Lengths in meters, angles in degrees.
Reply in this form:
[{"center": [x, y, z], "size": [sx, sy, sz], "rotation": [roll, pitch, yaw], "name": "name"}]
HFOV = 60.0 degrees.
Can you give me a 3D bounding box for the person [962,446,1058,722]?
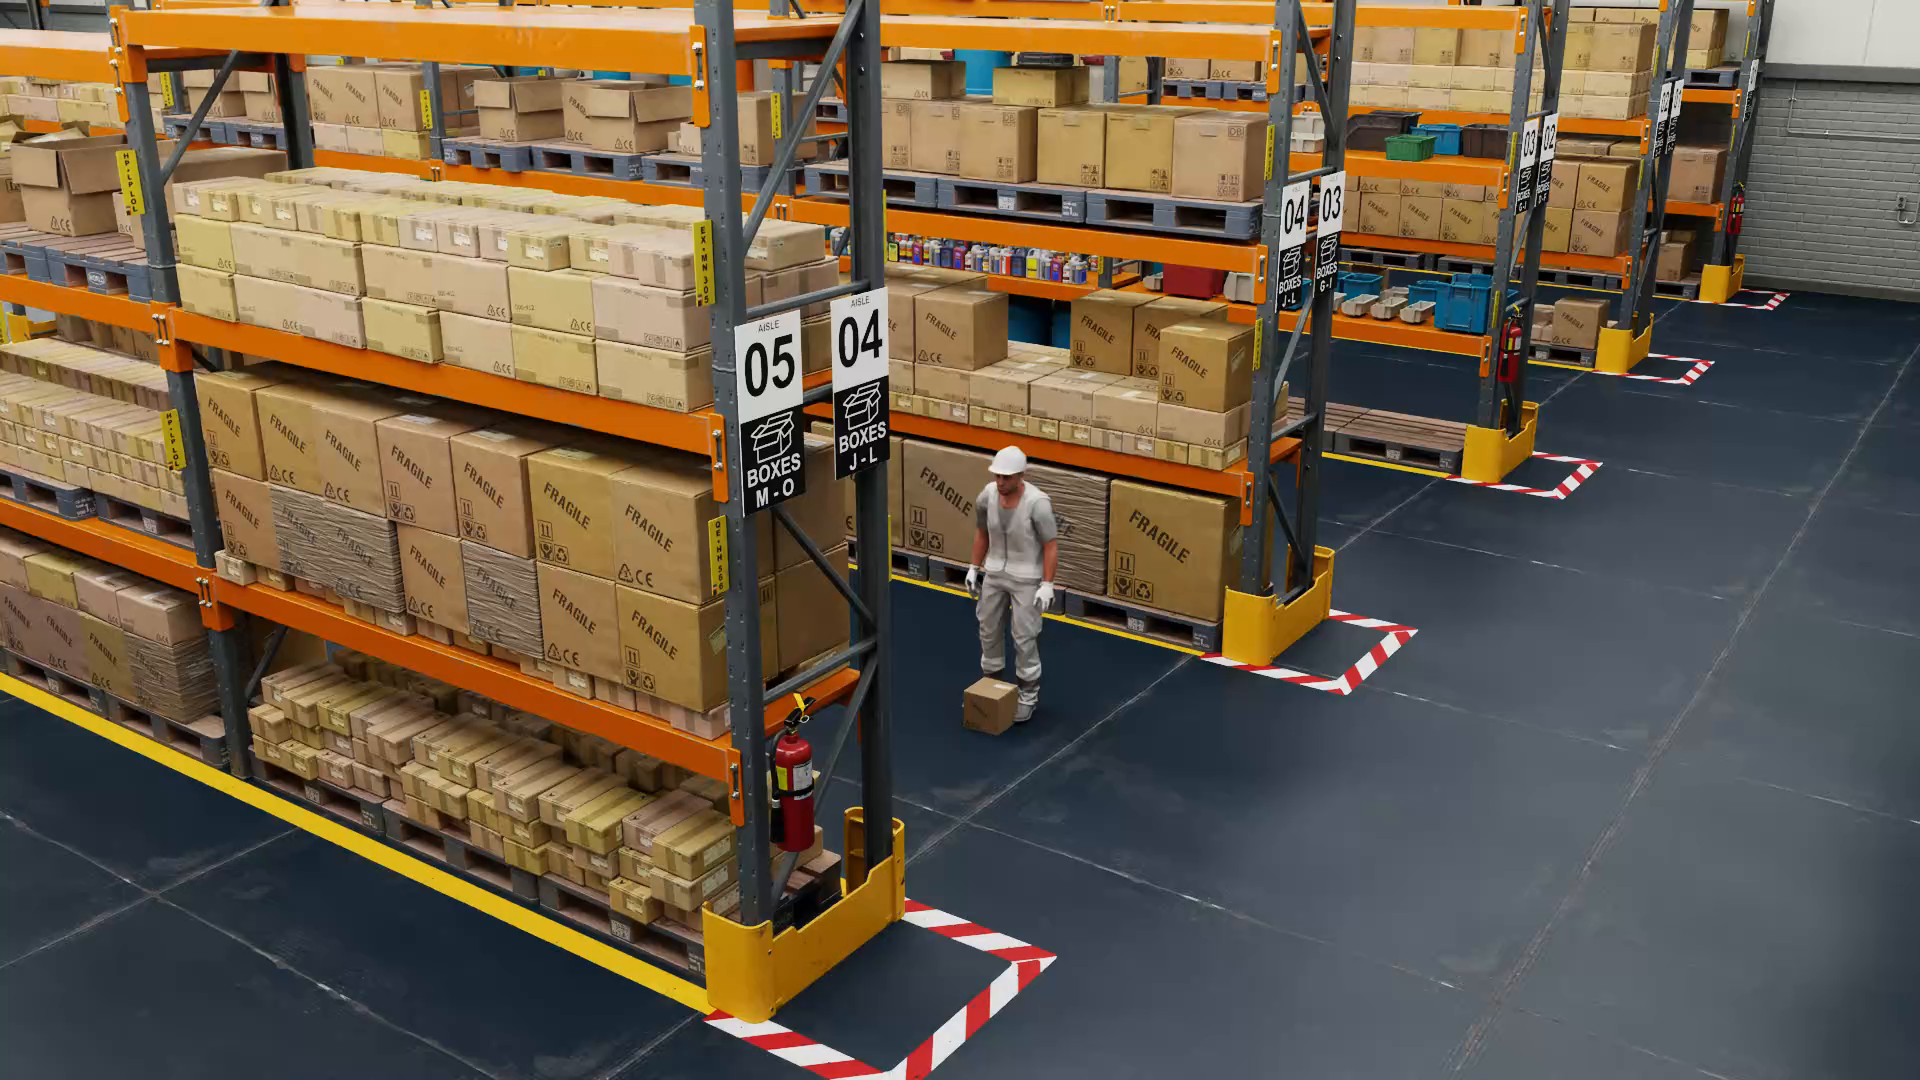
[{"center": [0.314, 0.260, 10.323], "size": [0.620, 1.776, 0.454], "rotation": [12, 23, 31], "name": "person"}]
